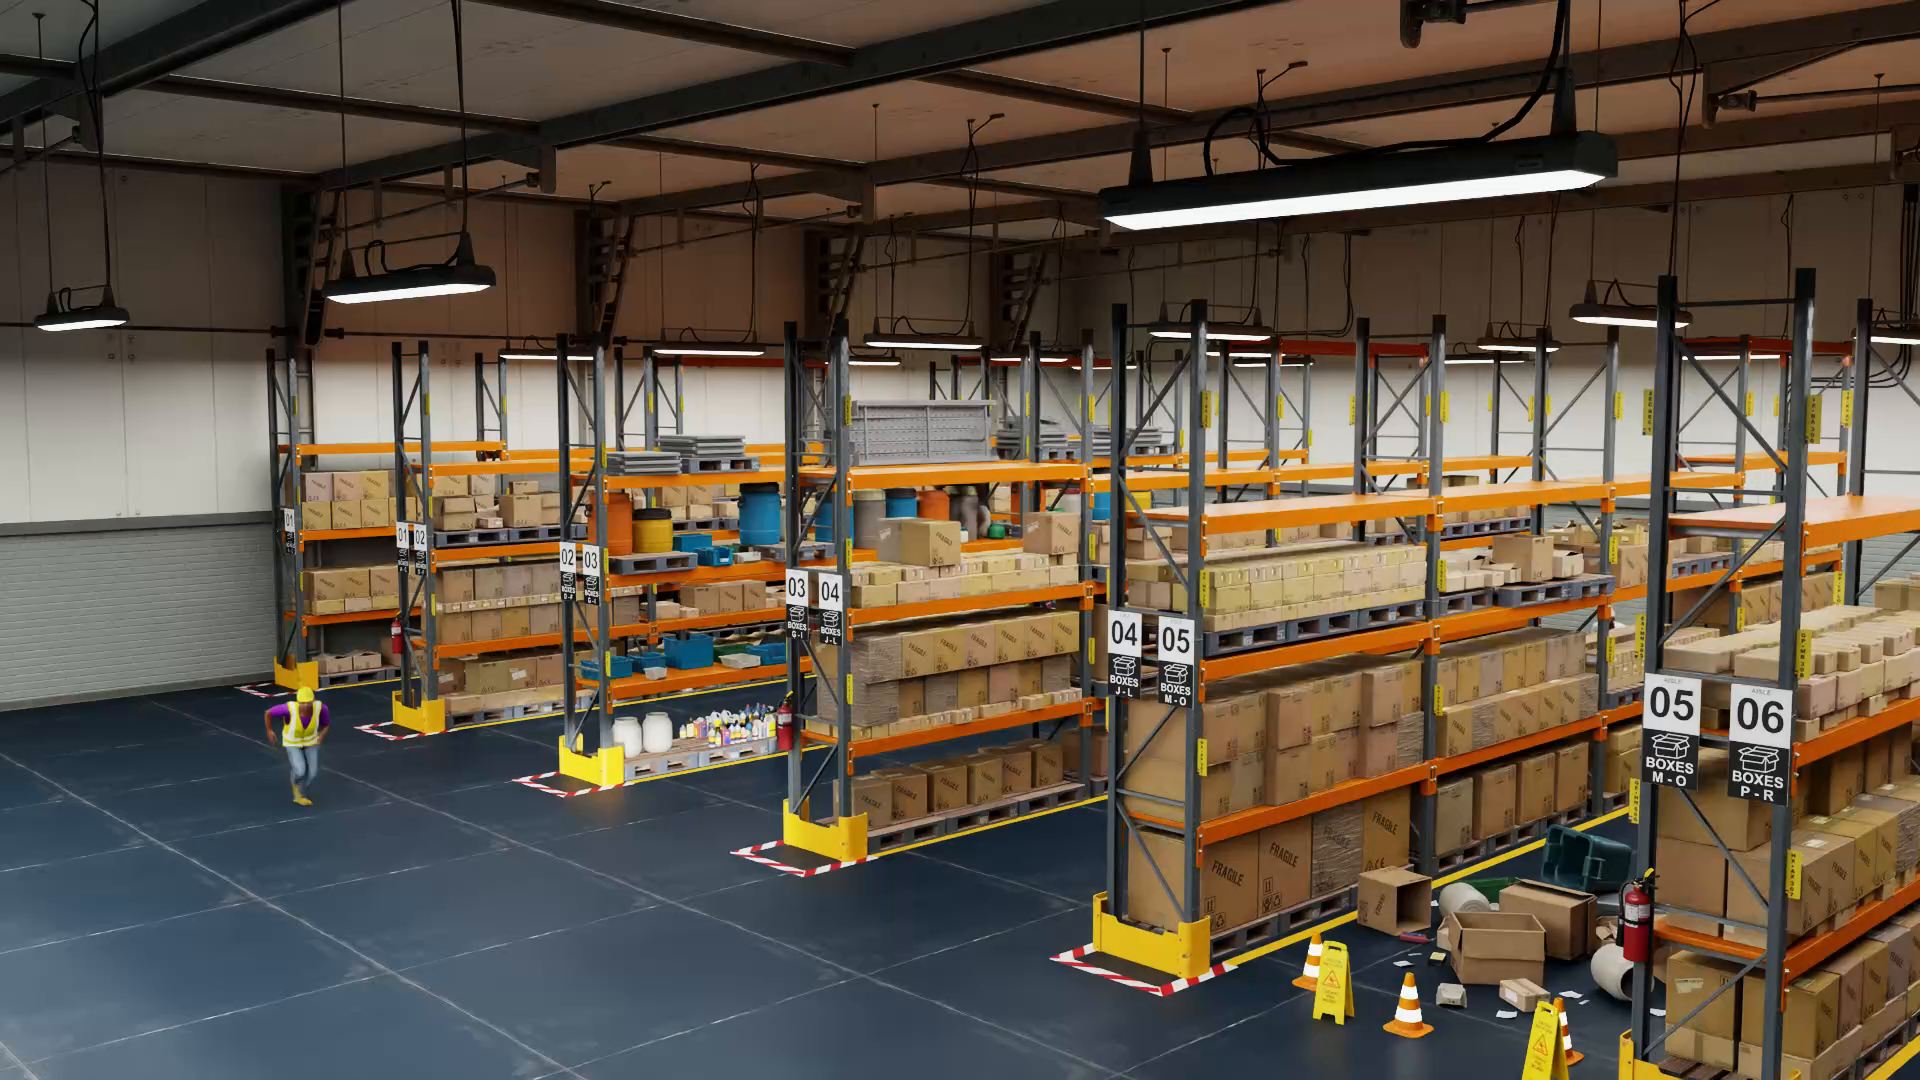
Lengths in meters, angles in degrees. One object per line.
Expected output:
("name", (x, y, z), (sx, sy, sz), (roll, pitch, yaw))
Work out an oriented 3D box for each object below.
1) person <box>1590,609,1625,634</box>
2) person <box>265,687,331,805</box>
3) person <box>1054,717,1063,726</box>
("person", (10.739, 1.948, 27.485), (0.690, 1.694, 0.703), (3, 6, 31))
("person", (-8.243, 2.587, 20.736), (0.734, 1.574, 0.825), (-3, 6, -34))
("person", (1.594, 2.041, 26.264), (0.636, 1.771, 0.830), (4, 6, 39))
